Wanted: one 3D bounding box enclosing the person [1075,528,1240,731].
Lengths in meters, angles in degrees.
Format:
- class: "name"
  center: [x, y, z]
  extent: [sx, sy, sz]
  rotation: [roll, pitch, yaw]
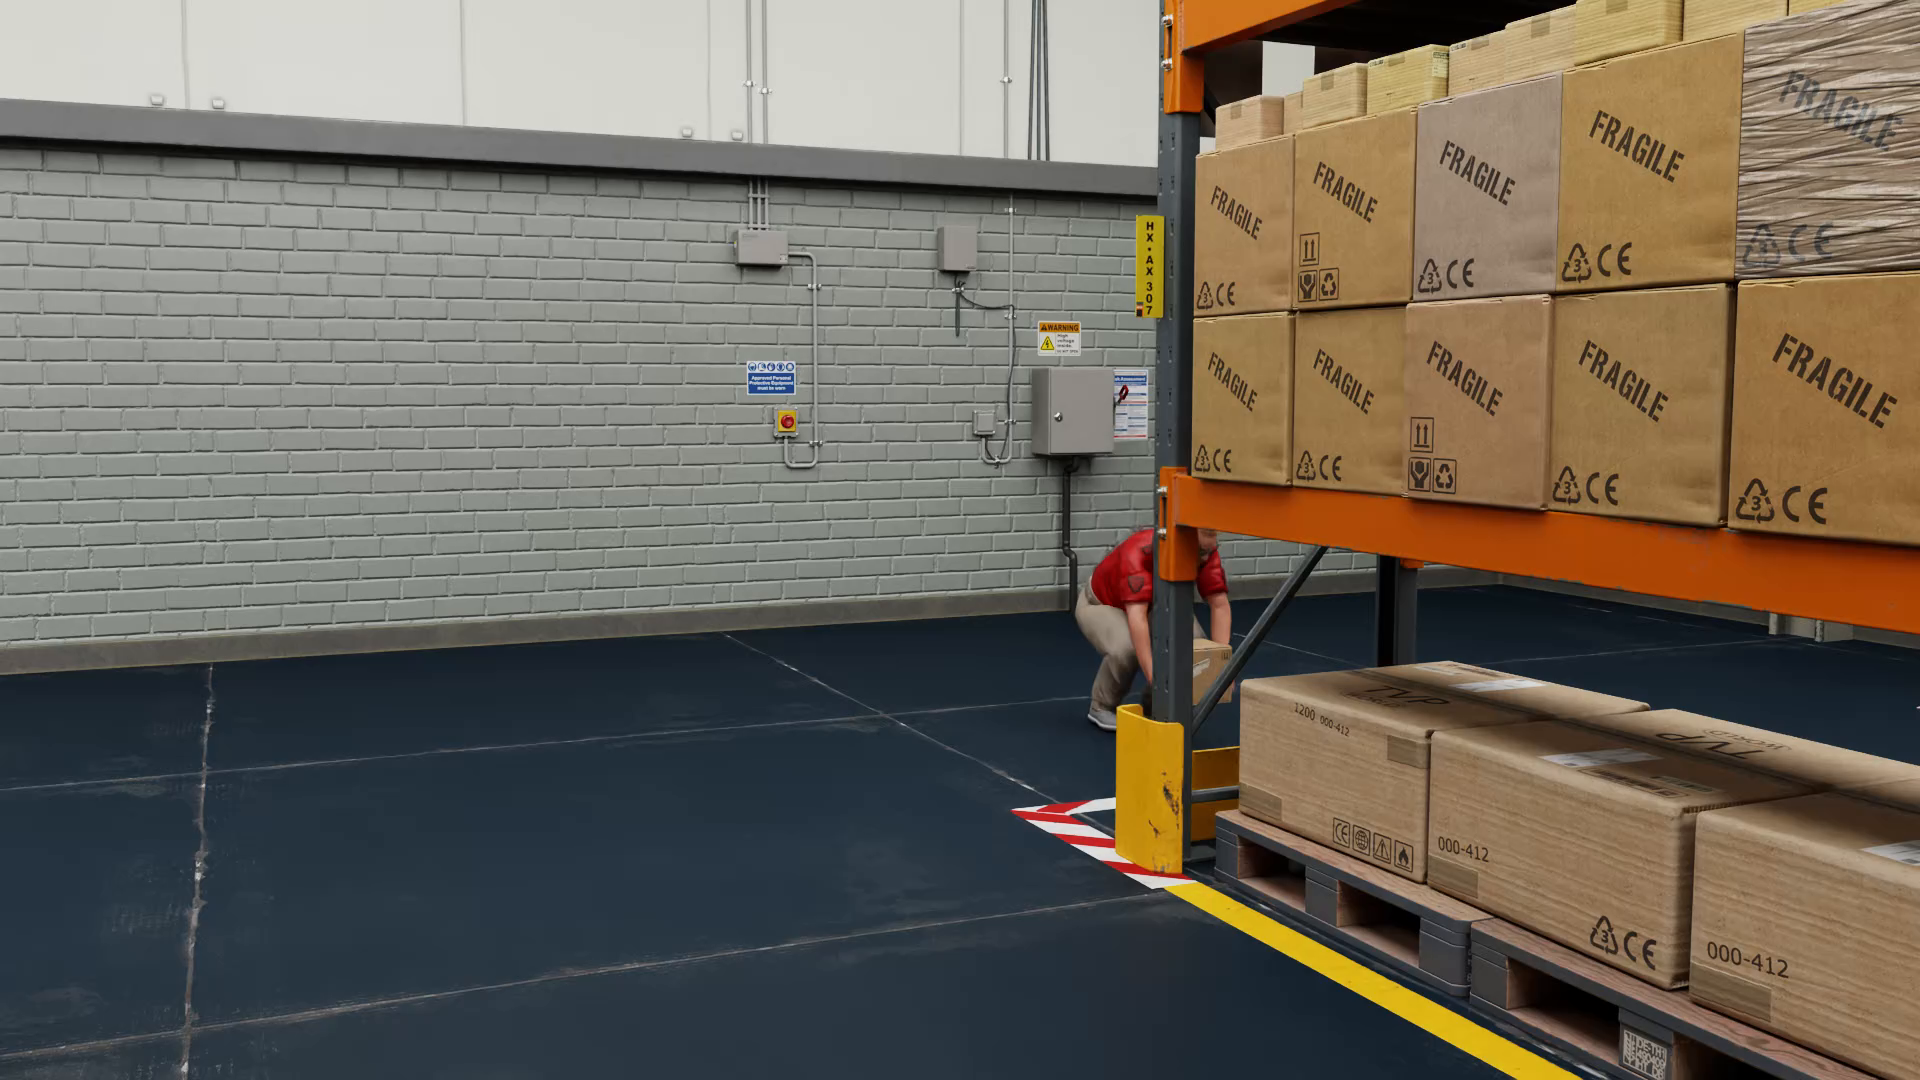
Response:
- class: "person"
  center: [0.905, 0.360, 7.684]
  extent: [0.573, 1.046, 0.856]
  rotation: [-2, 6, -24]
